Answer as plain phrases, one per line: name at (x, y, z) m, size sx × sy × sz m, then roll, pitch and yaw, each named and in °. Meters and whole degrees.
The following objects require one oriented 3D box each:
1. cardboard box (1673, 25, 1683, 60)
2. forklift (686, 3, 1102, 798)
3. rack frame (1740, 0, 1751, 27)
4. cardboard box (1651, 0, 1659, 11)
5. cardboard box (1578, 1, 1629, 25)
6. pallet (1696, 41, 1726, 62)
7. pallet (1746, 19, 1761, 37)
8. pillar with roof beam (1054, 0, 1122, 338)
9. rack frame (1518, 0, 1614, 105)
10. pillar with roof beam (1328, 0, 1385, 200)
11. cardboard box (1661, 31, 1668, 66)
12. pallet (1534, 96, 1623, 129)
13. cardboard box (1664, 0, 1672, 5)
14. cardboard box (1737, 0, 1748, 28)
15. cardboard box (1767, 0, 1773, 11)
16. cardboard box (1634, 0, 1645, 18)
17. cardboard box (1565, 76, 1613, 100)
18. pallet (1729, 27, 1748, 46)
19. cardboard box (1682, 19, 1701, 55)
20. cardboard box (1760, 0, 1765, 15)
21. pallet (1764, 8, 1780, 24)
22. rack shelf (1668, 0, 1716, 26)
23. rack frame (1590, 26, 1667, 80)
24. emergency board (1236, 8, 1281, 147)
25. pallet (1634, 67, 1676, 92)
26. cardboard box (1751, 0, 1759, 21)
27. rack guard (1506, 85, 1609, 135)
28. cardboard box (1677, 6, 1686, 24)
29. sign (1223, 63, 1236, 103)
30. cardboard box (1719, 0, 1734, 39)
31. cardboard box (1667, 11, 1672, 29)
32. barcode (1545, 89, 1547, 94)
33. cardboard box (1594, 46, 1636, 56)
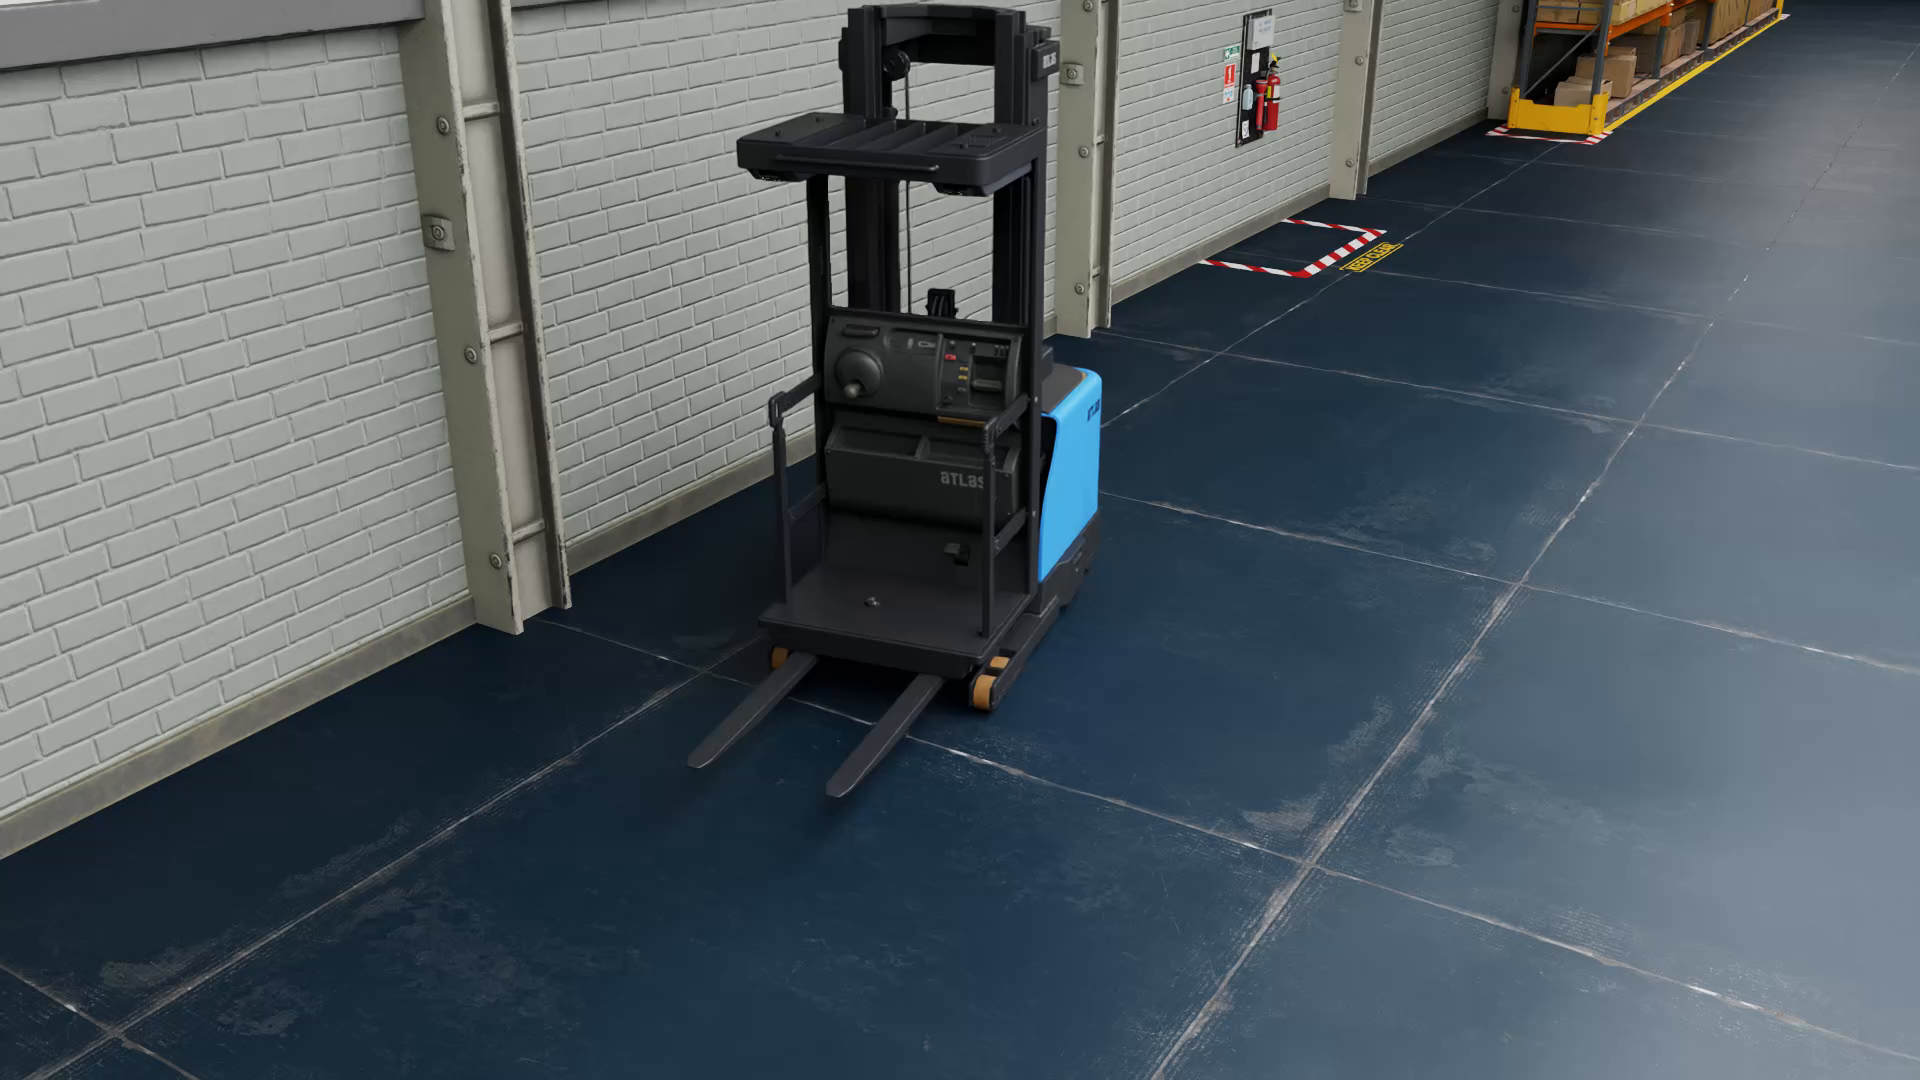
cardboard box at (10.929, -7.843, 26.185) m, size 0.700 × 0.500 × 0.500 m, roll 14°, pitch 27°, yaw 29°
forklift at (-0.248, -0.760, 7.315) m, size 1.130 × 2.935 × 3.031 m, roll 8°, pitch 25°, yaw 19°
rack frame at (13.983, -10.716, 30.227) m, size 1.000 × 3.000 × 0.127 m, roll 14°, pitch 27°, yaw 29°
cardboard box at (9.248, -7.393, 22.716) m, size 0.500 × 0.250 × 0.500 m, roll 14°, pitch 27°, yaw 29°
cardboard box at (8.180, -6.704, 21.124) m, size 0.500 × 0.250 × 0.500 m, roll 13°, pitch 27°, yaw 27°
pallet at (12.353, -8.336, 28.241) m, size 1.003 × 0.211 × 1.213 m, roll 14°, pitch 27°, yaw 29°
pallet at (14.450, -9.676, 31.336) m, size 1.003 × 0.211 × 1.213 m, roll 14°, pitch 27°, yaw 29°
pillar with roof beam at (4.615, -4.884, 9.204) m, size 9.100 × 9.000 × 0.400 m, roll 14°, pitch 27°, yaw 29°
rack frame at (7.653, -6.665, 20.871) m, size 1.000 × 3.000 × 0.127 m, roll 14°, pitch 27°, yaw 29°
pillar with roof beam at (7.780, -6.909, 13.882) m, size 9.100 × 9.000 × 0.400 m, roll 14°, pitch 27°, yaw 29°
cardboard box at (10.367, -7.507, 25.408) m, size 0.700 × 0.500 × 0.500 m, roll 13°, pitch 27°, yaw 28°
pallet at (8.151, -5.678, 22.101) m, size 1.003 × 0.211 × 1.213 m, roll 14°, pitch 27°, yaw 29°
cardboard box at (9.770, -7.732, 23.500) m, size 0.500 × 0.250 × 0.500 m, roll 14°, pitch 27°, yaw 29°
cardboard box at (13.750, -9.675, 30.001) m, size 0.750 × 0.750 × 0.750 m, roll 14°, pitch 27°, yaw 30°
cardboard box at (15.808, -10.854, 33.165) m, size 0.700 × 0.500 × 0.500 m, roll 14°, pitch 27°, yaw 29°
cardboard box at (8.716, -7.053, 21.930) m, size 0.500 × 0.250 × 0.500 m, roll 13°, pitch 27°, yaw 28°
cardboard box at (8.395, -6.041, 22.258) m, size 0.500 × 0.311 × 0.500 m, roll 16°, pitch 28°, yaw 33°
pallet at (13.640, -9.160, 30.143) m, size 1.003 × 0.211 × 1.213 m, roll 14°, pitch 27°, yaw 29°
cardboard box at (11.537, -8.166, 26.931) m, size 0.700 × 0.500 × 0.500 m, roll 14°, pitch 27°, yaw 30°
cardboard box at (15.280, -10.515, 32.382) m, size 0.700 × 0.500 × 0.500 m, roll 13°, pitch 27°, yaw 27°
pallet at (15.737, -10.500, 33.238) m, size 1.003 × 0.211 × 1.213 m, roll 14°, pitch 27°, yaw 29°
rack shelf at (10.818, -8.360, 25.692) m, size 1.077 × 0.370 × 4.000 m, roll 14°, pitch 27°, yaw 29°
rack frame at (9.763, -8.015, 23.990) m, size 1.000 × 3.000 × 0.127 m, roll 14°, pitch 27°, yaw 29°
emergency board at (2.786, -4.232, 15.250) m, size 0.194 × 1.169 × 0.643 m, roll 14°, pitch 27°, yaw 29°
pallet at (10.172, -6.999, 25.152) m, size 1.003 × 0.211 × 1.213 m, roll 14°, pitch 27°, yaw 29°
cardboard box at (14.732, -10.161, 31.564) m, size 0.700 × 0.500 × 0.500 m, roll 14°, pitch 27°, yaw 28°
rack guard at (7.693, -5.544, 21.427) m, size 1.175 × 0.500 × 0.348 m, roll 14°, pitch 27°, yaw 29°
cardboard box at (11.183, -8.331, 26.368) m, size 0.500 × 0.250 × 0.500 m, roll 14°, pitch 27°, yaw 30°
sign at (2.407, -4.083, 14.861) m, size 0.001 × 0.329 × 0.234 m, roll 14°, pitch 27°, yaw 29°
cardboard box at (12.840, -9.087, 28.642) m, size 0.750 × 0.750 × 0.750 m, roll 14°, pitch 27°, yaw 29°
cardboard box at (10.638, -7.992, 25.584) m, size 0.500 × 0.250 × 0.500 m, roll 13°, pitch 27°, yaw 27°
barcode at (7.764, -5.942, 22.020) m, size 0.001 × 0.075 × 0.075 m, roll 14°, pitch 27°, yaw 29°
cardboard box at (9.249, -6.712, 23.570) m, size 0.500 × 0.500 × 0.500 m, roll 12°, pitch 26°, yaw 25°
